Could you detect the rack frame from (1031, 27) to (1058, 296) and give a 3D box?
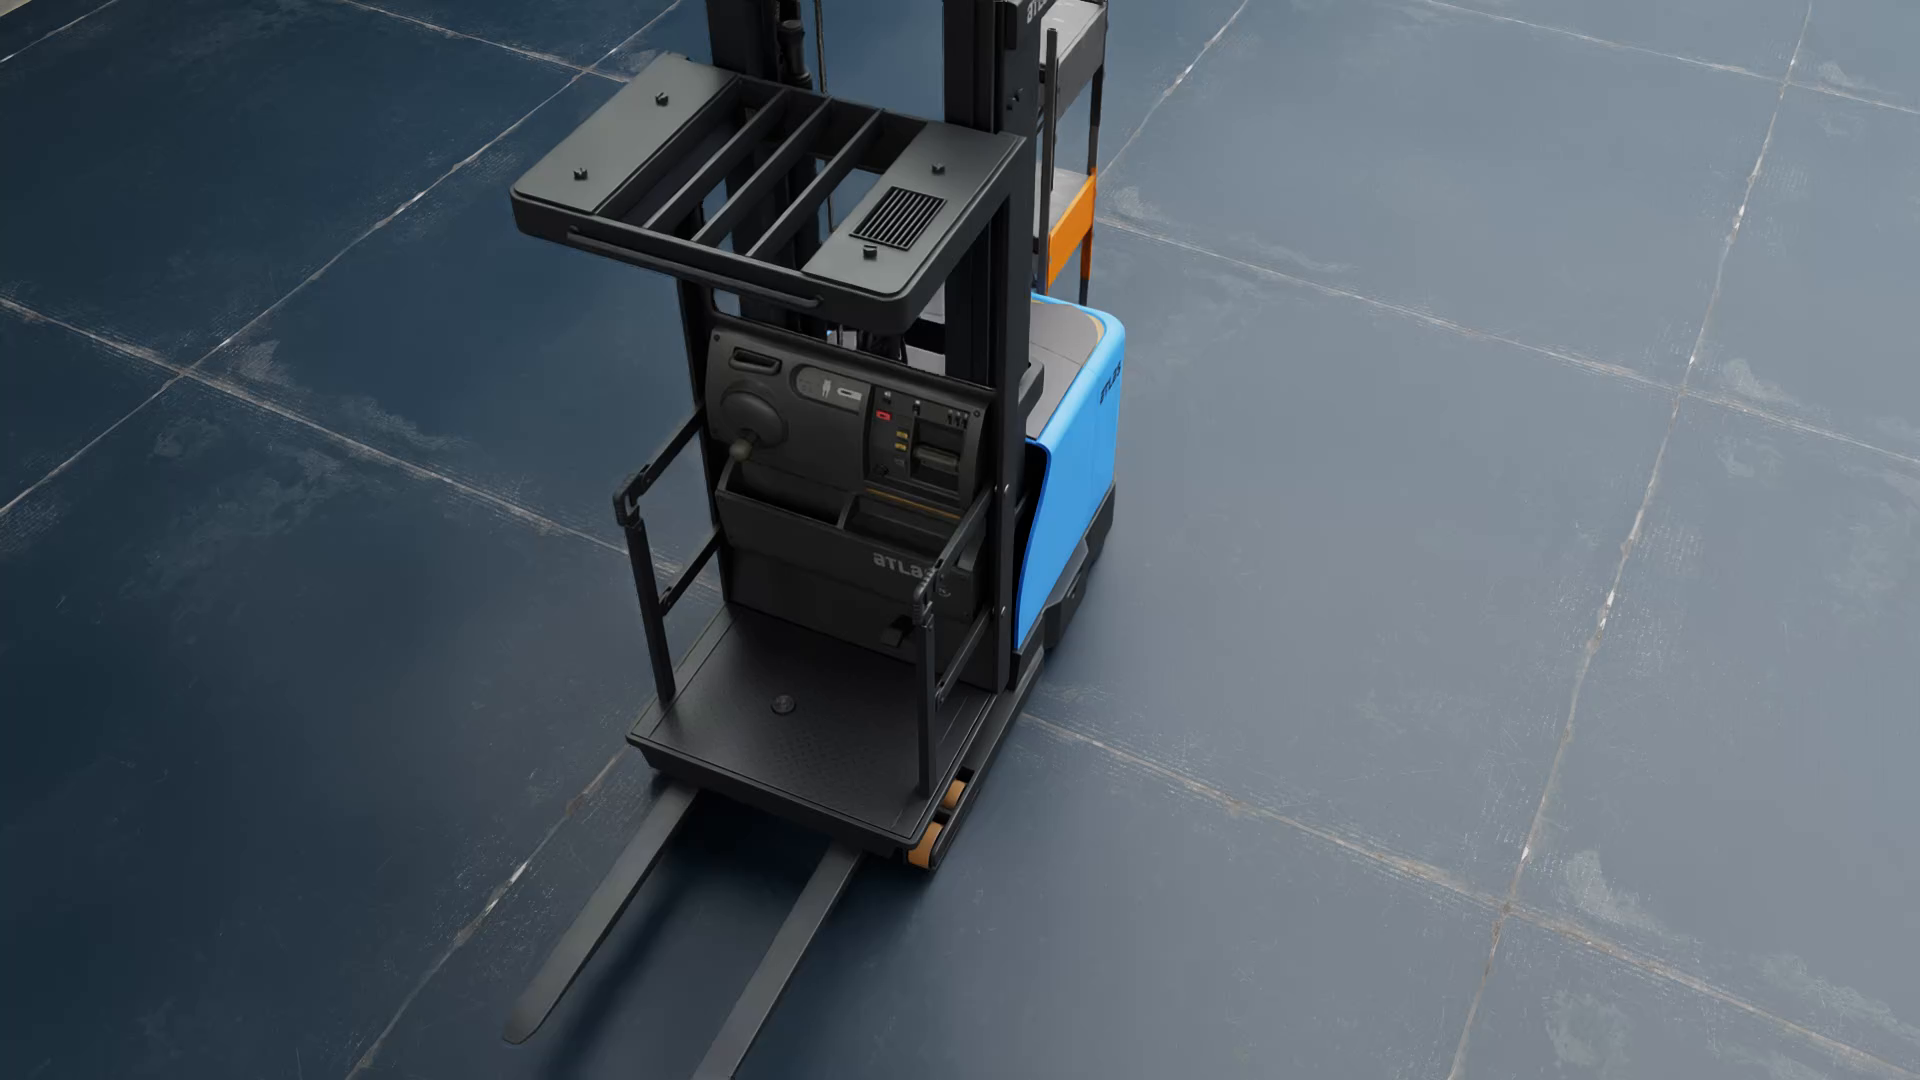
[{"bbox_3d":[0.137,-0.991,6.253,0.400,2.100,0.015,18,48,17],"label":"rack frame"}]

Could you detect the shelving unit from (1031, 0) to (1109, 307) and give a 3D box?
[{"bbox_3d":[0.237,-1.149,6.410,0.431,2.100,0.503,18,48,17],"label":"shelving unit"}]

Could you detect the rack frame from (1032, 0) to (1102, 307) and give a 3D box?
[{"bbox_3d":[0.337,-1.308,6.566,0.400,2.100,0.015,18,48,17],"label":"rack frame"}]

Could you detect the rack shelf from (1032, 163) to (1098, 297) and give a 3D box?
[{"bbox_3d":[0.237,-1.140,6.419,0.431,0.518,0.480,18,48,17],"label":"rack shelf"}]

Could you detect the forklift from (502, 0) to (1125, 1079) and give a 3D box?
[{"bbox_3d":[-0.447,-0.272,4.958,1.130,2.935,3.031,18,48,17],"label":"forklift"}]

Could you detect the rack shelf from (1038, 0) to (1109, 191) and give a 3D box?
[{"bbox_3d":[0.237,-1.632,5.921,0.431,0.518,0.480,18,48,17],"label":"rack shelf"}]
